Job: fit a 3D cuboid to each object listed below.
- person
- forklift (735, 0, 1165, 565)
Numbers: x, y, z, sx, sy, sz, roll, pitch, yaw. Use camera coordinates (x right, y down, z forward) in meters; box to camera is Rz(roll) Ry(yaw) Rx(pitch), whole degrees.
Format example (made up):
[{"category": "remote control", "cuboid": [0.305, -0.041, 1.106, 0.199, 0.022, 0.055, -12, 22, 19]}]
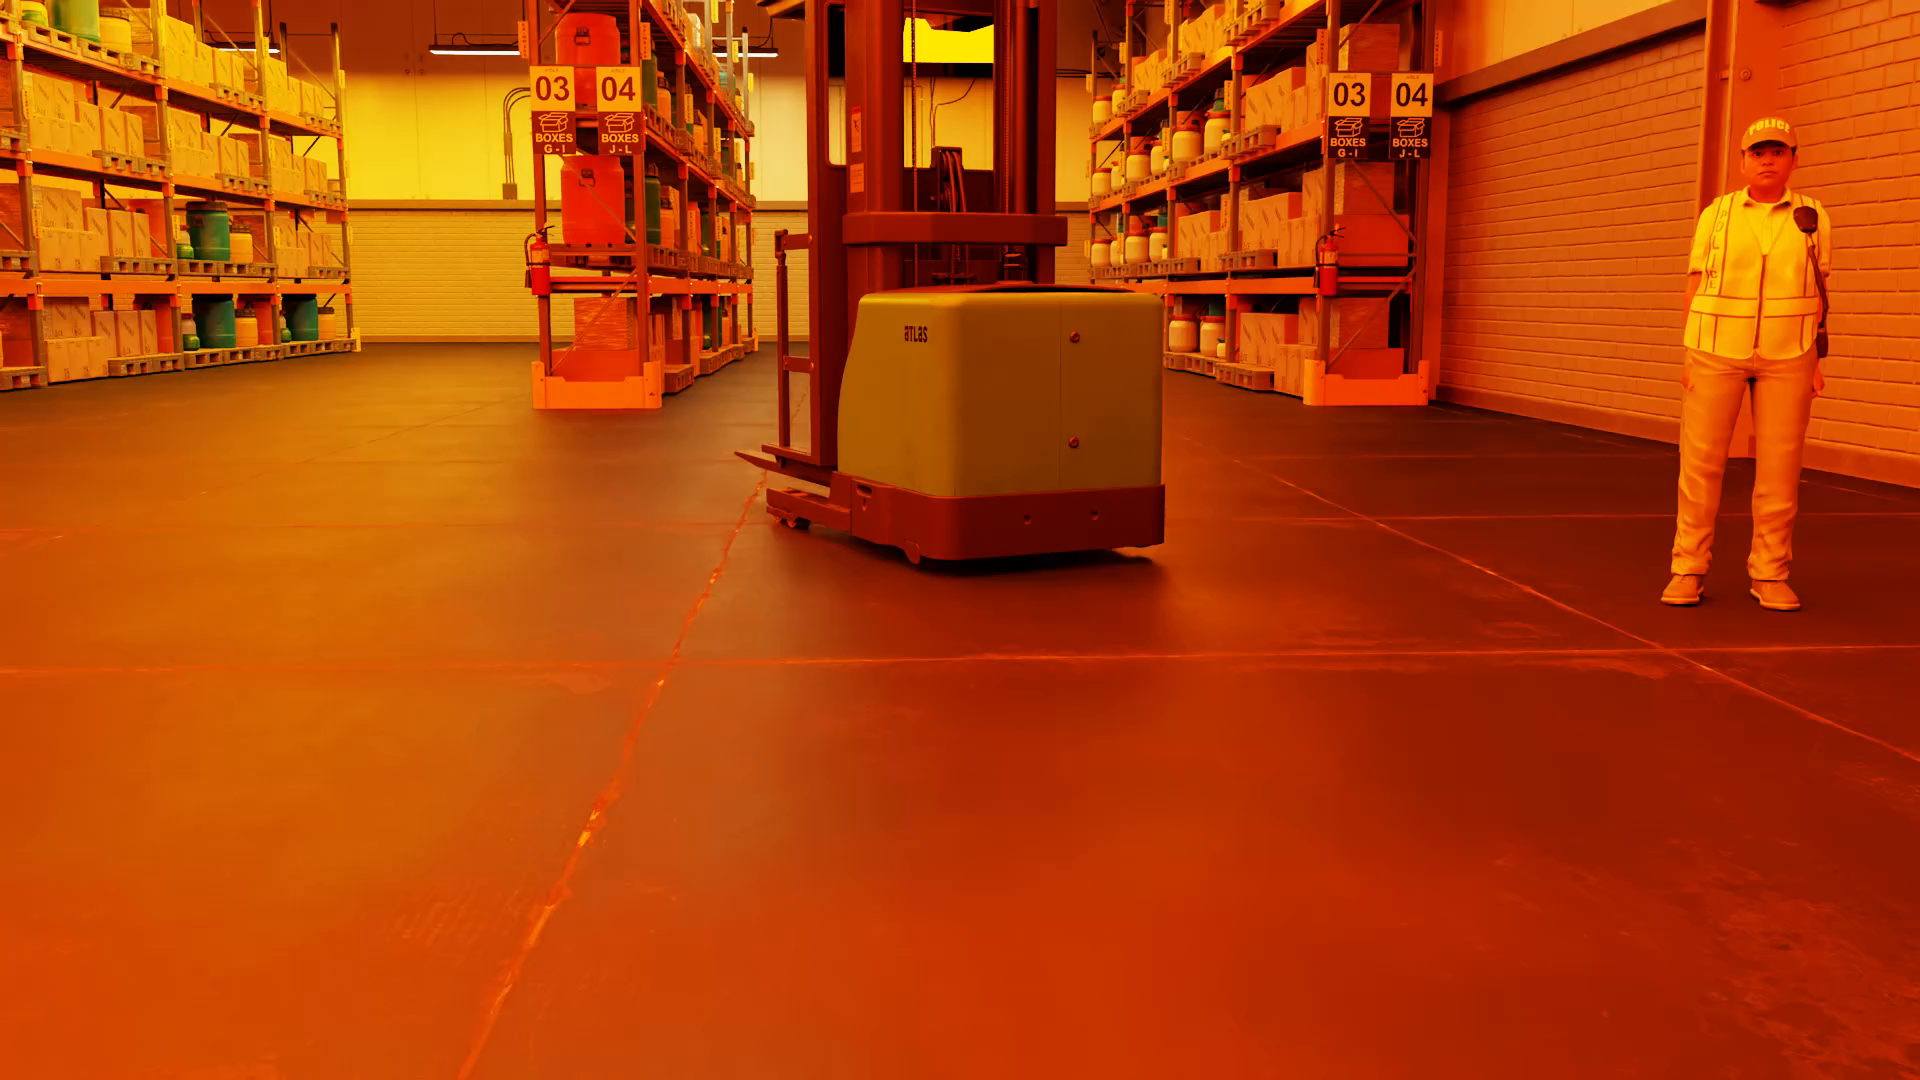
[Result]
[{"category": "person", "cuboid": [2.725, -0.605, 5.743, 0.482, 1.667, 0.392, 3, 9, 18]}, {"category": "forklift", "cuboid": [-0.264, -1.530, 7.637, 1.130, 2.935, 3.031, -4, 9, -25]}]
